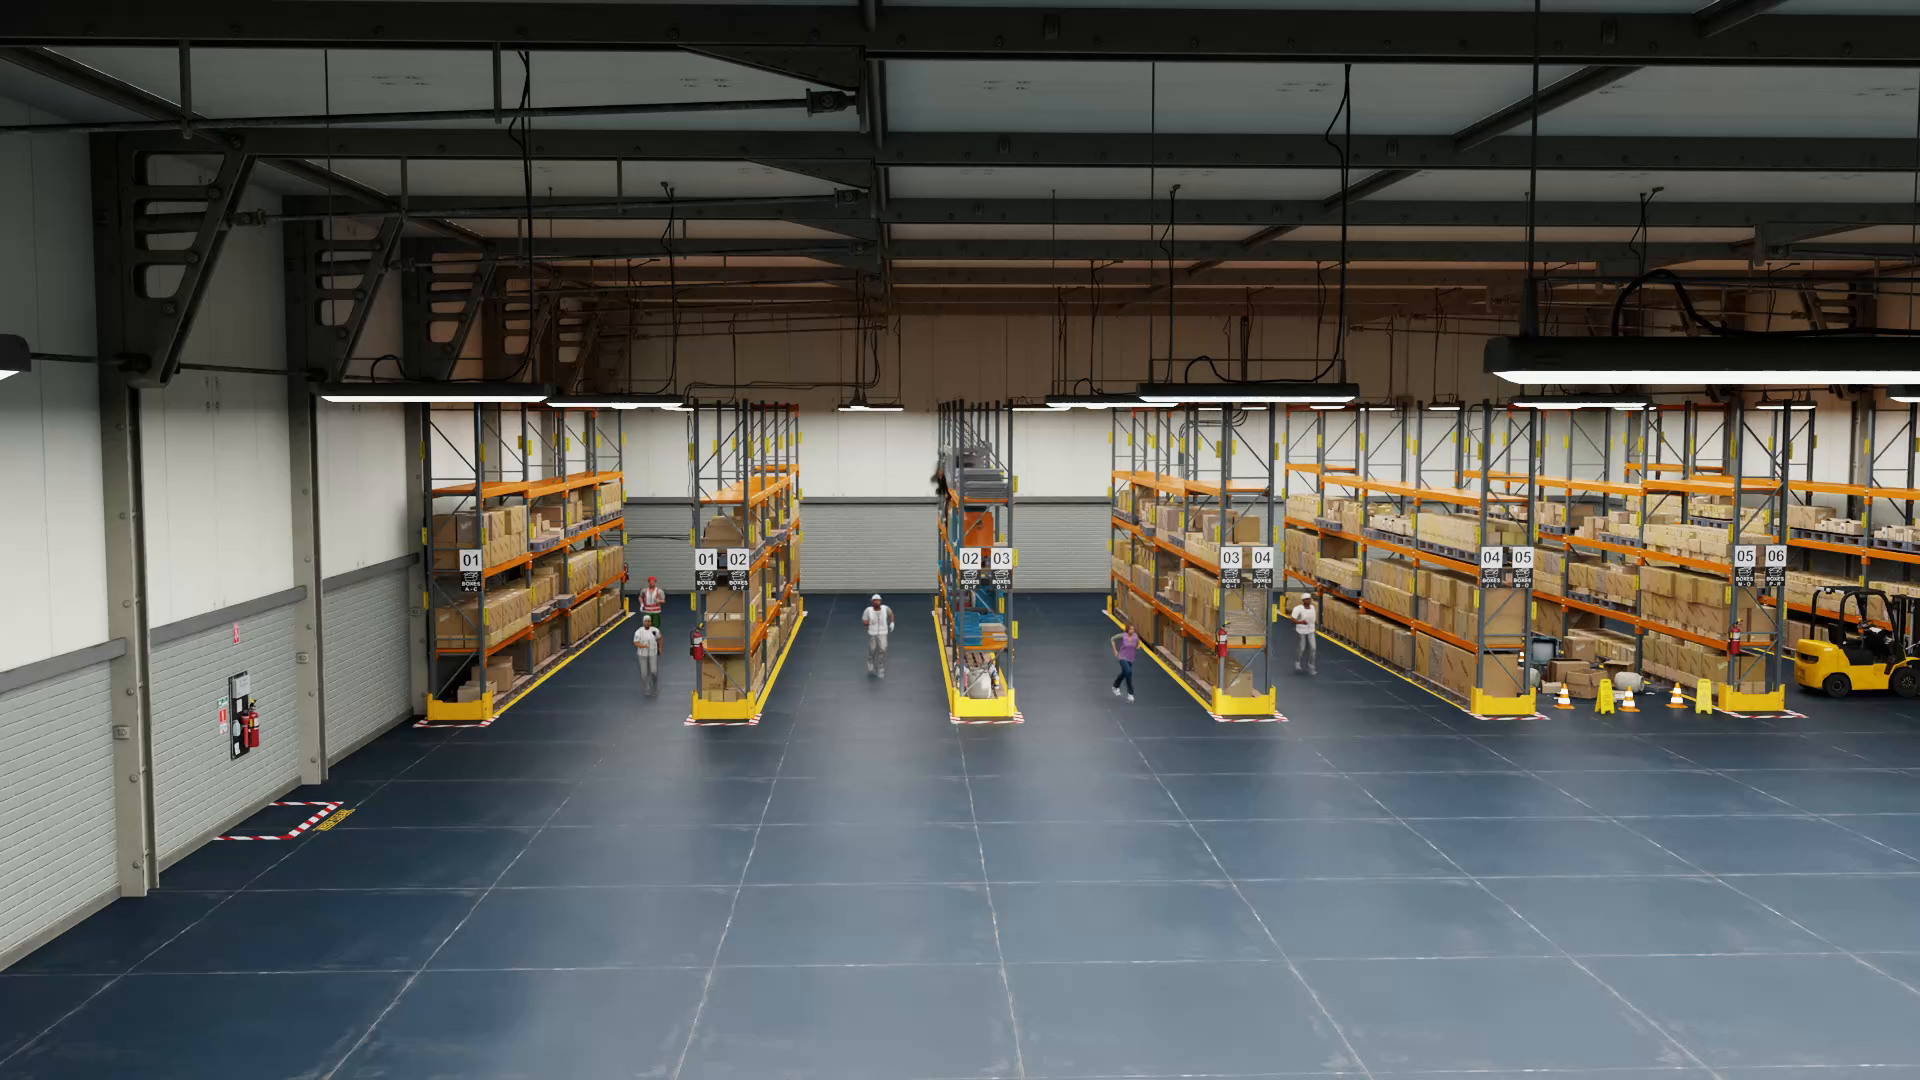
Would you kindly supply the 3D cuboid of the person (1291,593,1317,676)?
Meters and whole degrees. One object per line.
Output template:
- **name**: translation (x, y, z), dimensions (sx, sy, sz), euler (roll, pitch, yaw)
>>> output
- **person**: translation (7.585, 2.062, 36.646), dimensions (0.676, 1.814, 0.788), euler (-1, 4, -13)

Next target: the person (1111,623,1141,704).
- **person**: translation (3.286, 2.424, 33.197), dimensions (0.536, 1.595, 0.886), euler (-2, 5, -26)

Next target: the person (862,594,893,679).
- **person**: translation (-1.789, 2.082, 36.245), dimensions (0.693, 1.828, 0.922), euler (0, 4, -5)

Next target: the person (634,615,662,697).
- **person**: translation (-6.293, 2.345, 33.591), dimensions (0.579, 1.648, 0.643), euler (-1, 4, -12)

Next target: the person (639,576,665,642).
- **person**: translation (-7.411, 1.791, 40.020), dimensions (0.631, 1.844, 0.735), euler (-1, 4, -7)
